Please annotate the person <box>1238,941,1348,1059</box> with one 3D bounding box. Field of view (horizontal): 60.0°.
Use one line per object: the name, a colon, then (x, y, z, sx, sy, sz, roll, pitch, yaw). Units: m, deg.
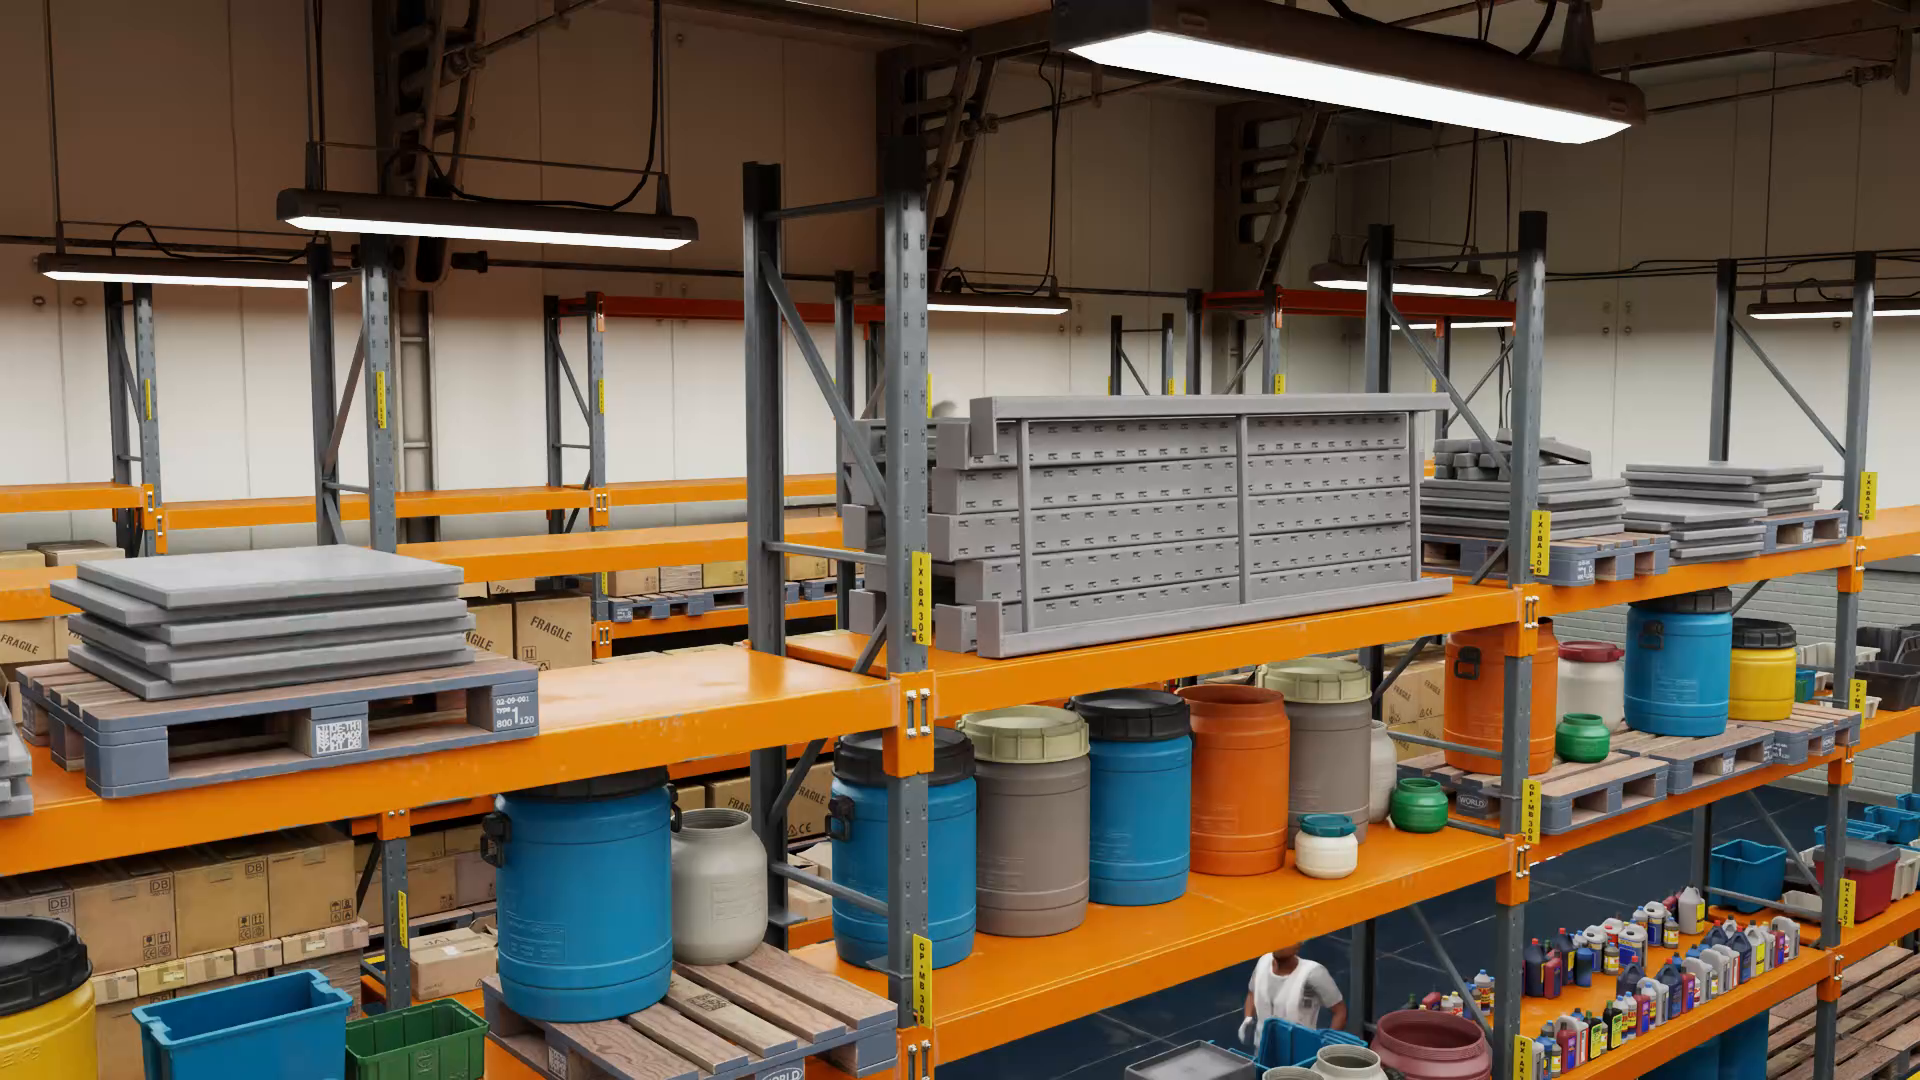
person: (2.119, 3.288, 10.720, 0.637, 1.736, 0.713, -5, 8, -44)
